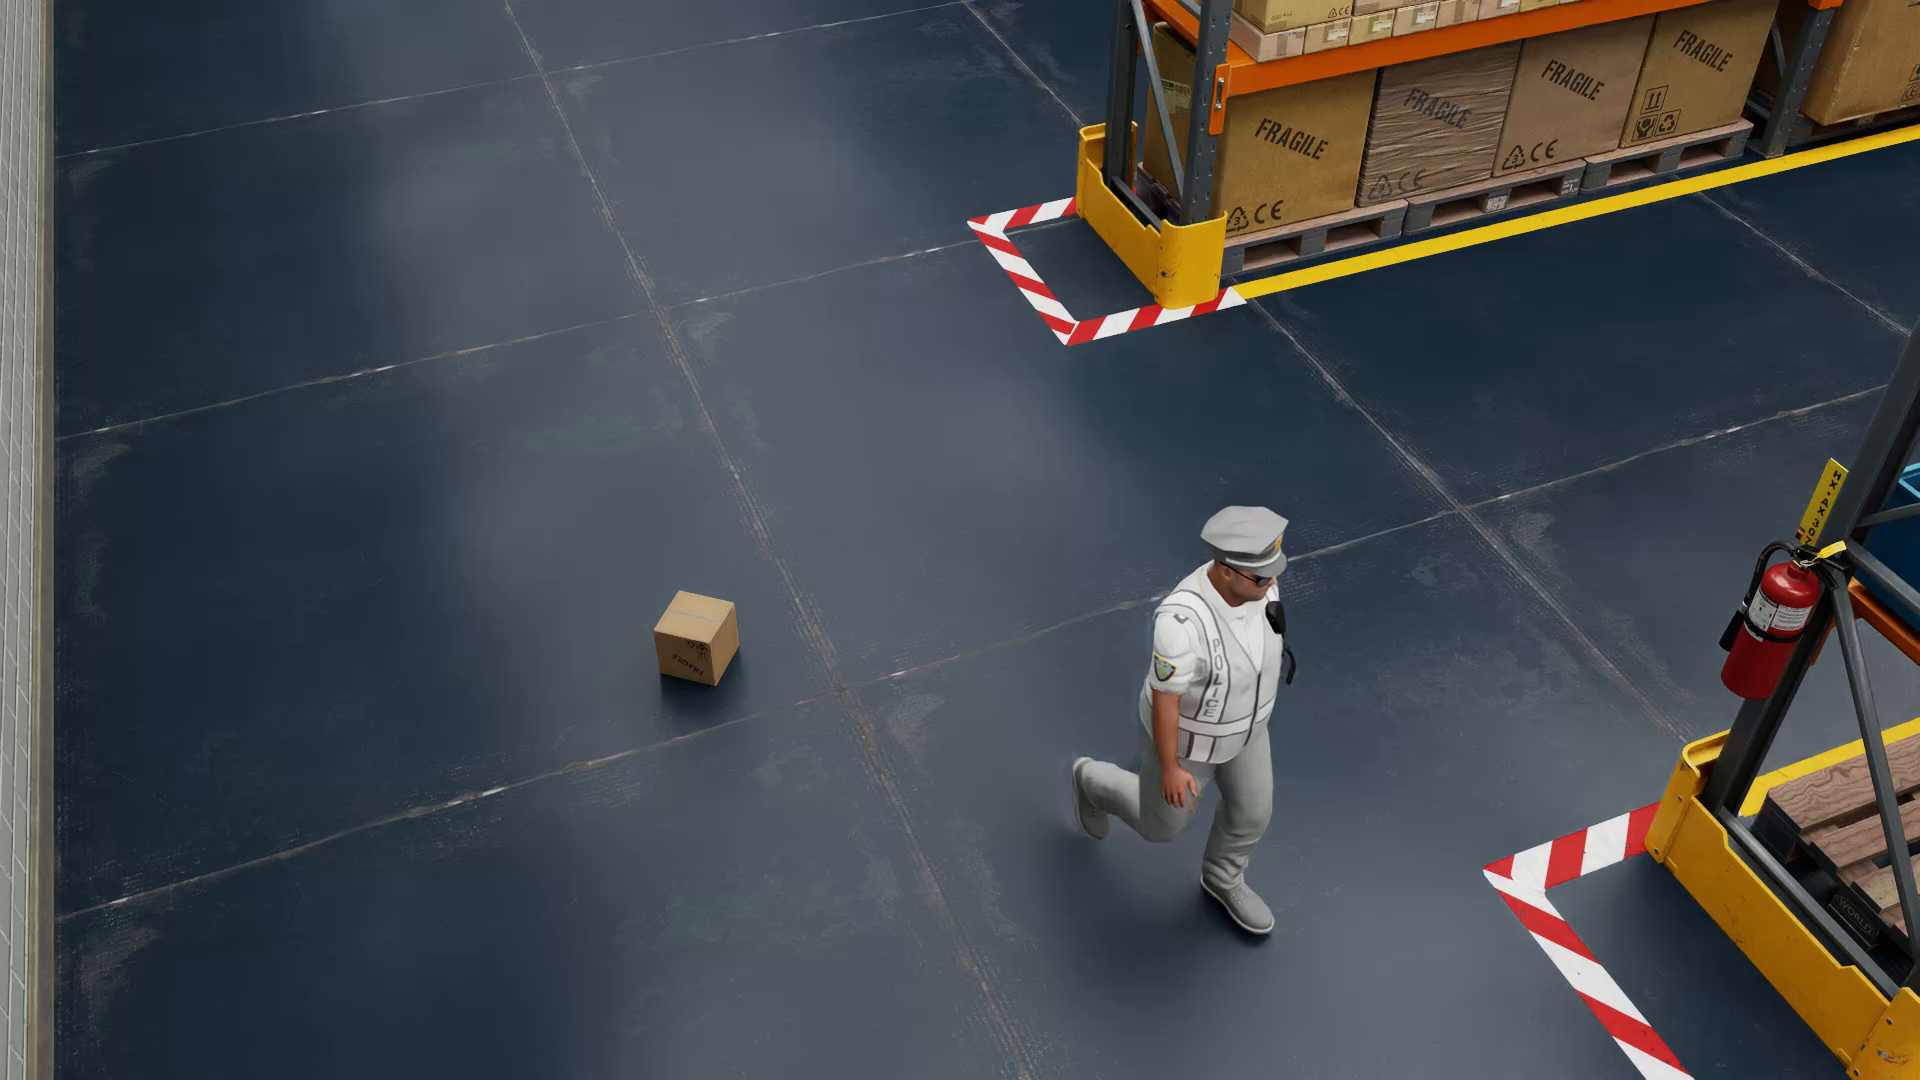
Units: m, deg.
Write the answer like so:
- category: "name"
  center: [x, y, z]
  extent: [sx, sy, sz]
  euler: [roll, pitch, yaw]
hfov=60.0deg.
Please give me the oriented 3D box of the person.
- category: "person"
  center: [0.773, 0.558, 5.499]
  extent: [0.538, 1.717, 0.840]
  euler: [-27, 48, -27]
